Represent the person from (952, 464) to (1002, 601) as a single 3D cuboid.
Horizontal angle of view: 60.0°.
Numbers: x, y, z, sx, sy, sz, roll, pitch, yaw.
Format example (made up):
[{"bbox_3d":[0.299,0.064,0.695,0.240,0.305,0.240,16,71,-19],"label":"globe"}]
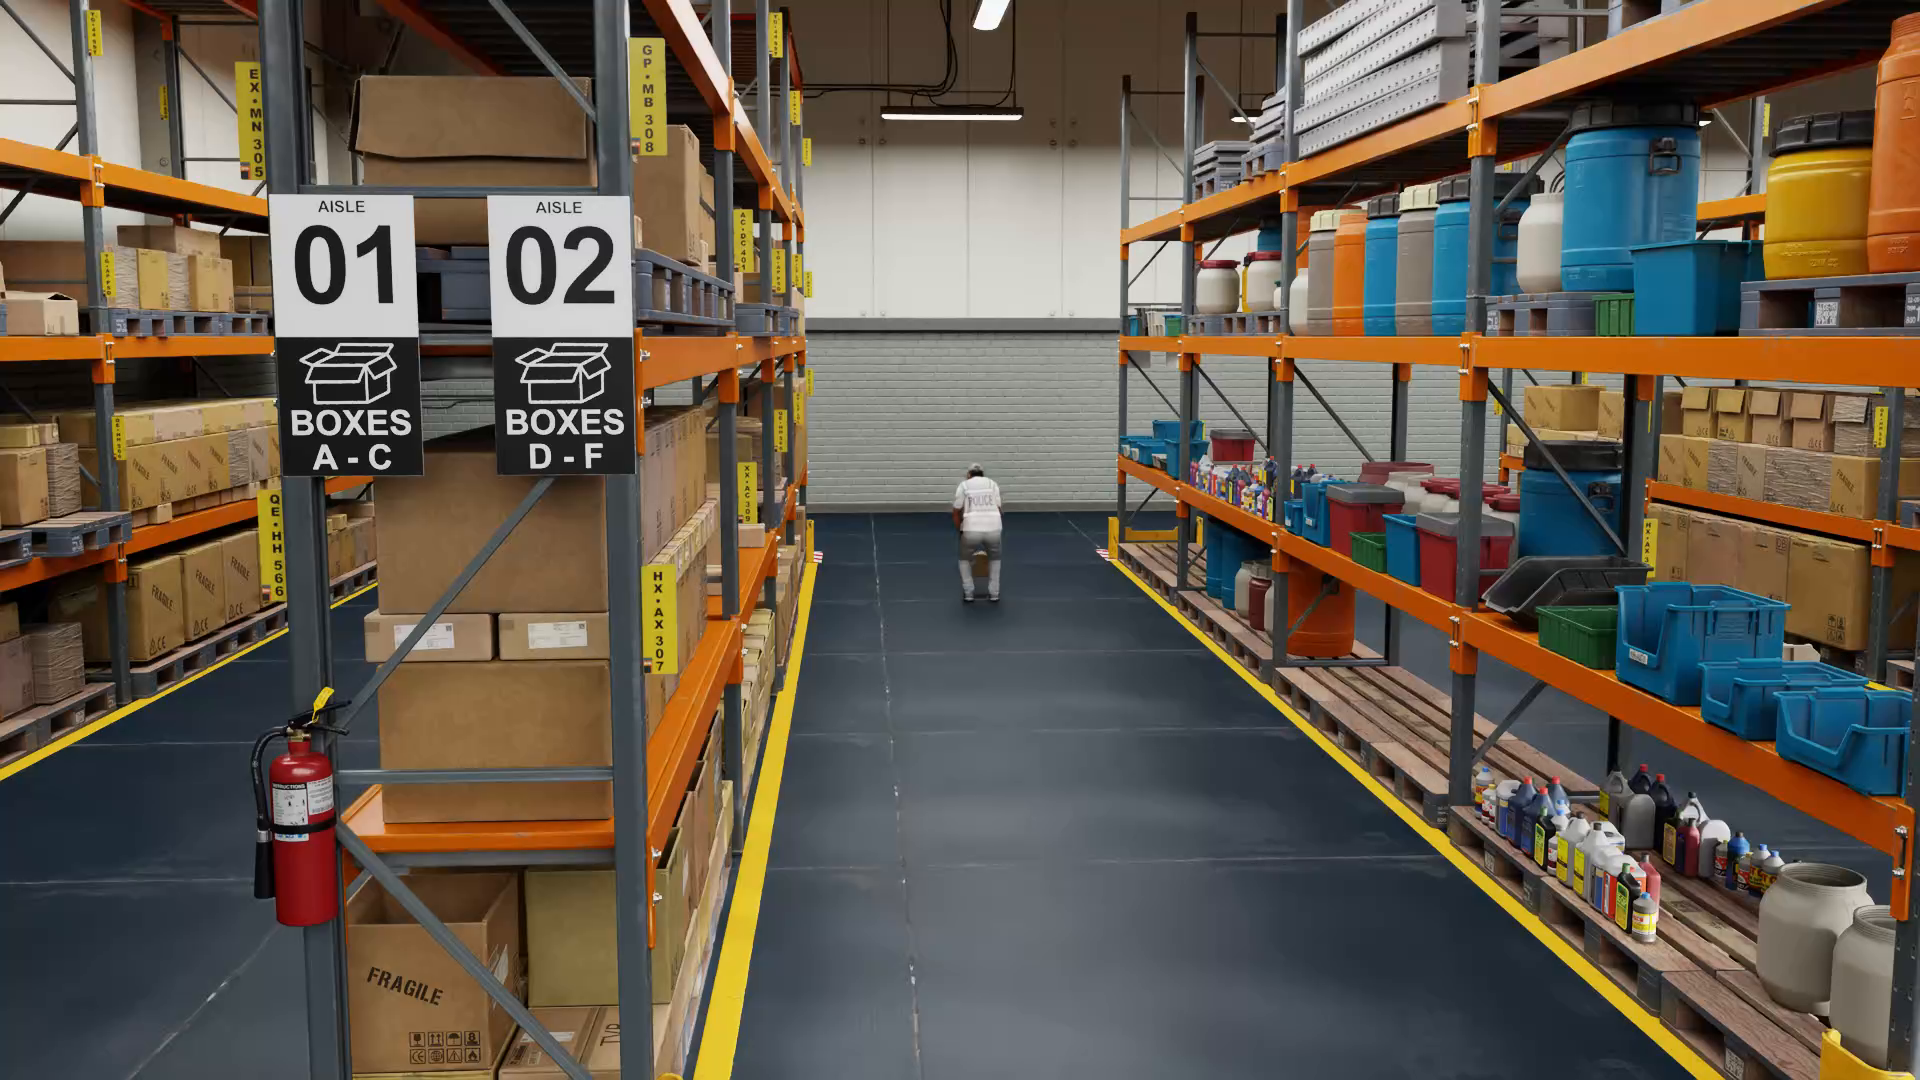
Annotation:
[{"bbox_3d":[0.187,-0.075,17.767,0.530,1.457,0.671,0,7,-3],"label":"person"}]
